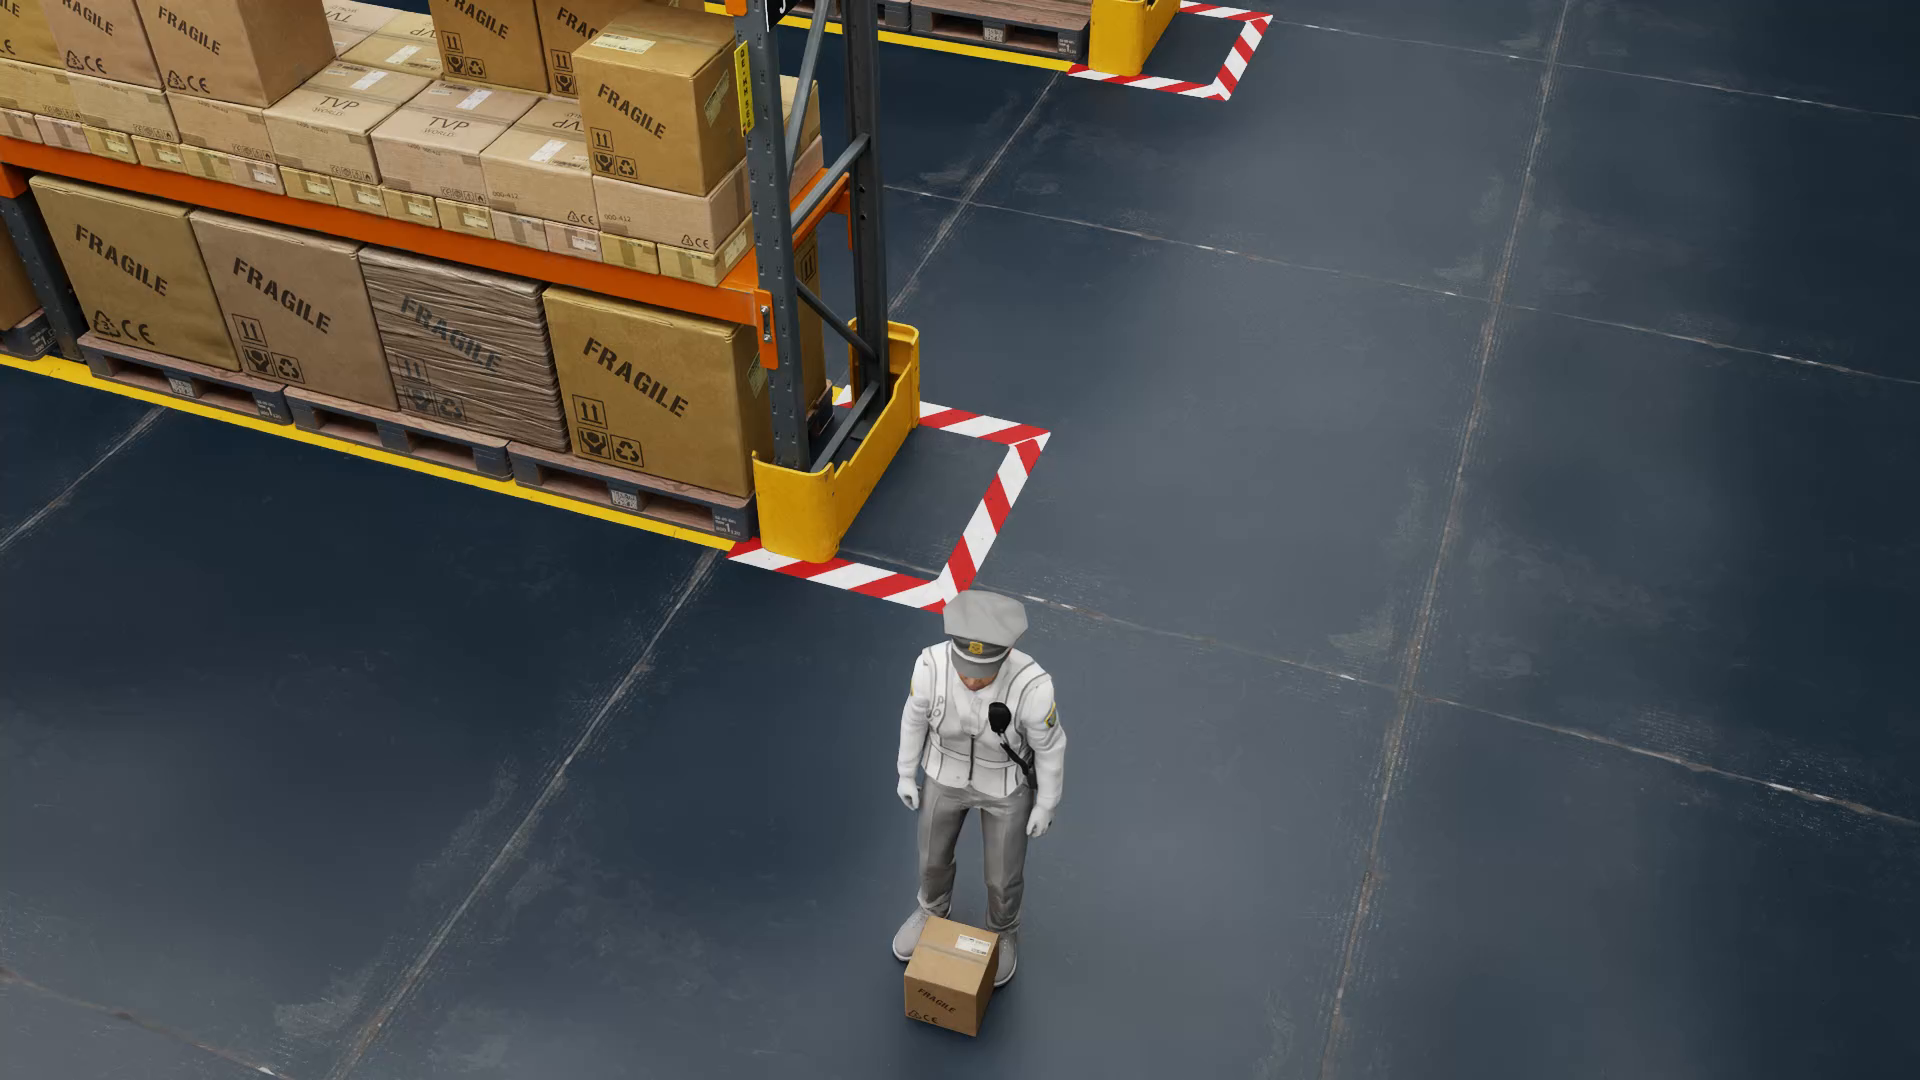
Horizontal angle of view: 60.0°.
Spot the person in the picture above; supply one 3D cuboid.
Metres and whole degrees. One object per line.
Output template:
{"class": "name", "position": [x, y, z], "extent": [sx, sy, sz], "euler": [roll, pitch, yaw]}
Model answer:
{"class": "person", "position": [0.056, 0.782, 5.281], "extent": [0.542, 1.662, 0.376], "euler": [11, 43, 12]}
